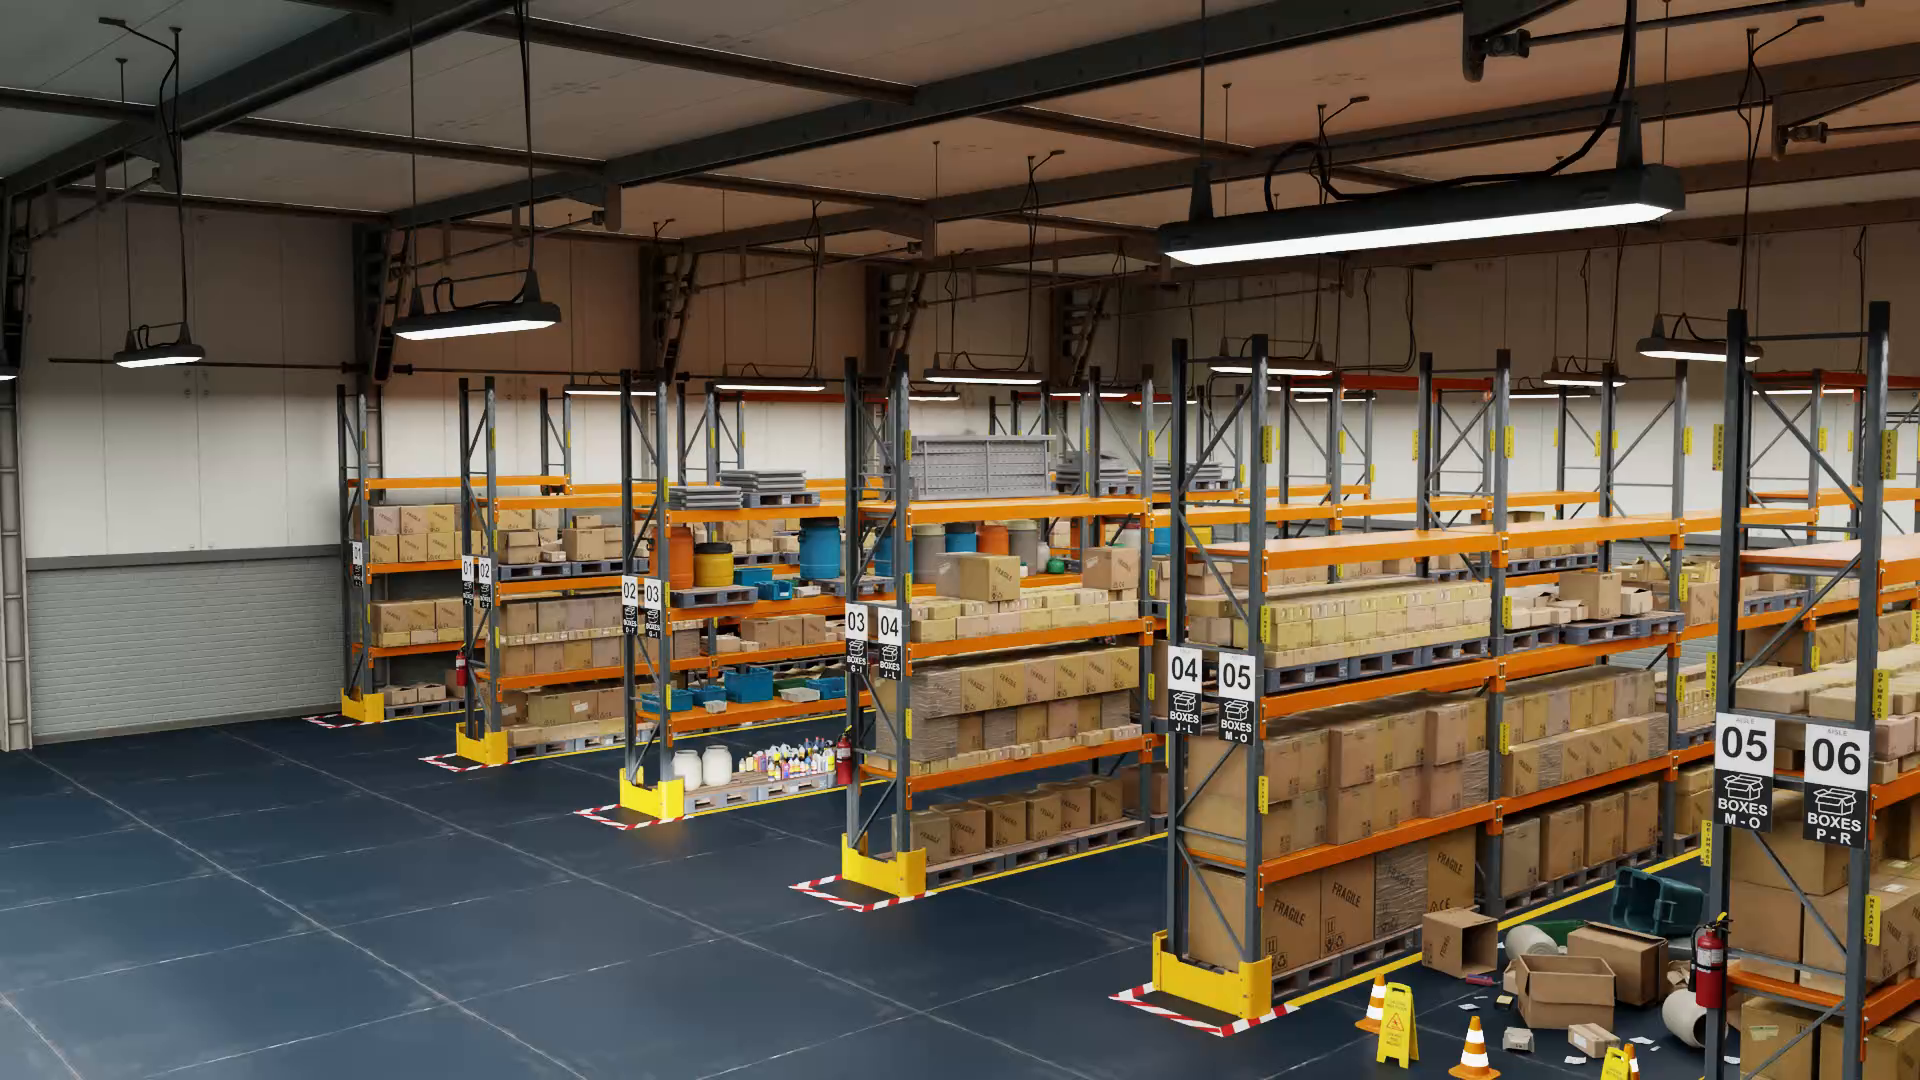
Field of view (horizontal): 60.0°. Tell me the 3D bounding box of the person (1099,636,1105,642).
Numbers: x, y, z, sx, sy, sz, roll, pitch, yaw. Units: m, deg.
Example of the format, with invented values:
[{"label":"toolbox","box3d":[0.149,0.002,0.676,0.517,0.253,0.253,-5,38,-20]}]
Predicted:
[{"label":"person","box3d":[2.581,1.935,32.148,0.623,1.842,0.803,3,5,38]}]
